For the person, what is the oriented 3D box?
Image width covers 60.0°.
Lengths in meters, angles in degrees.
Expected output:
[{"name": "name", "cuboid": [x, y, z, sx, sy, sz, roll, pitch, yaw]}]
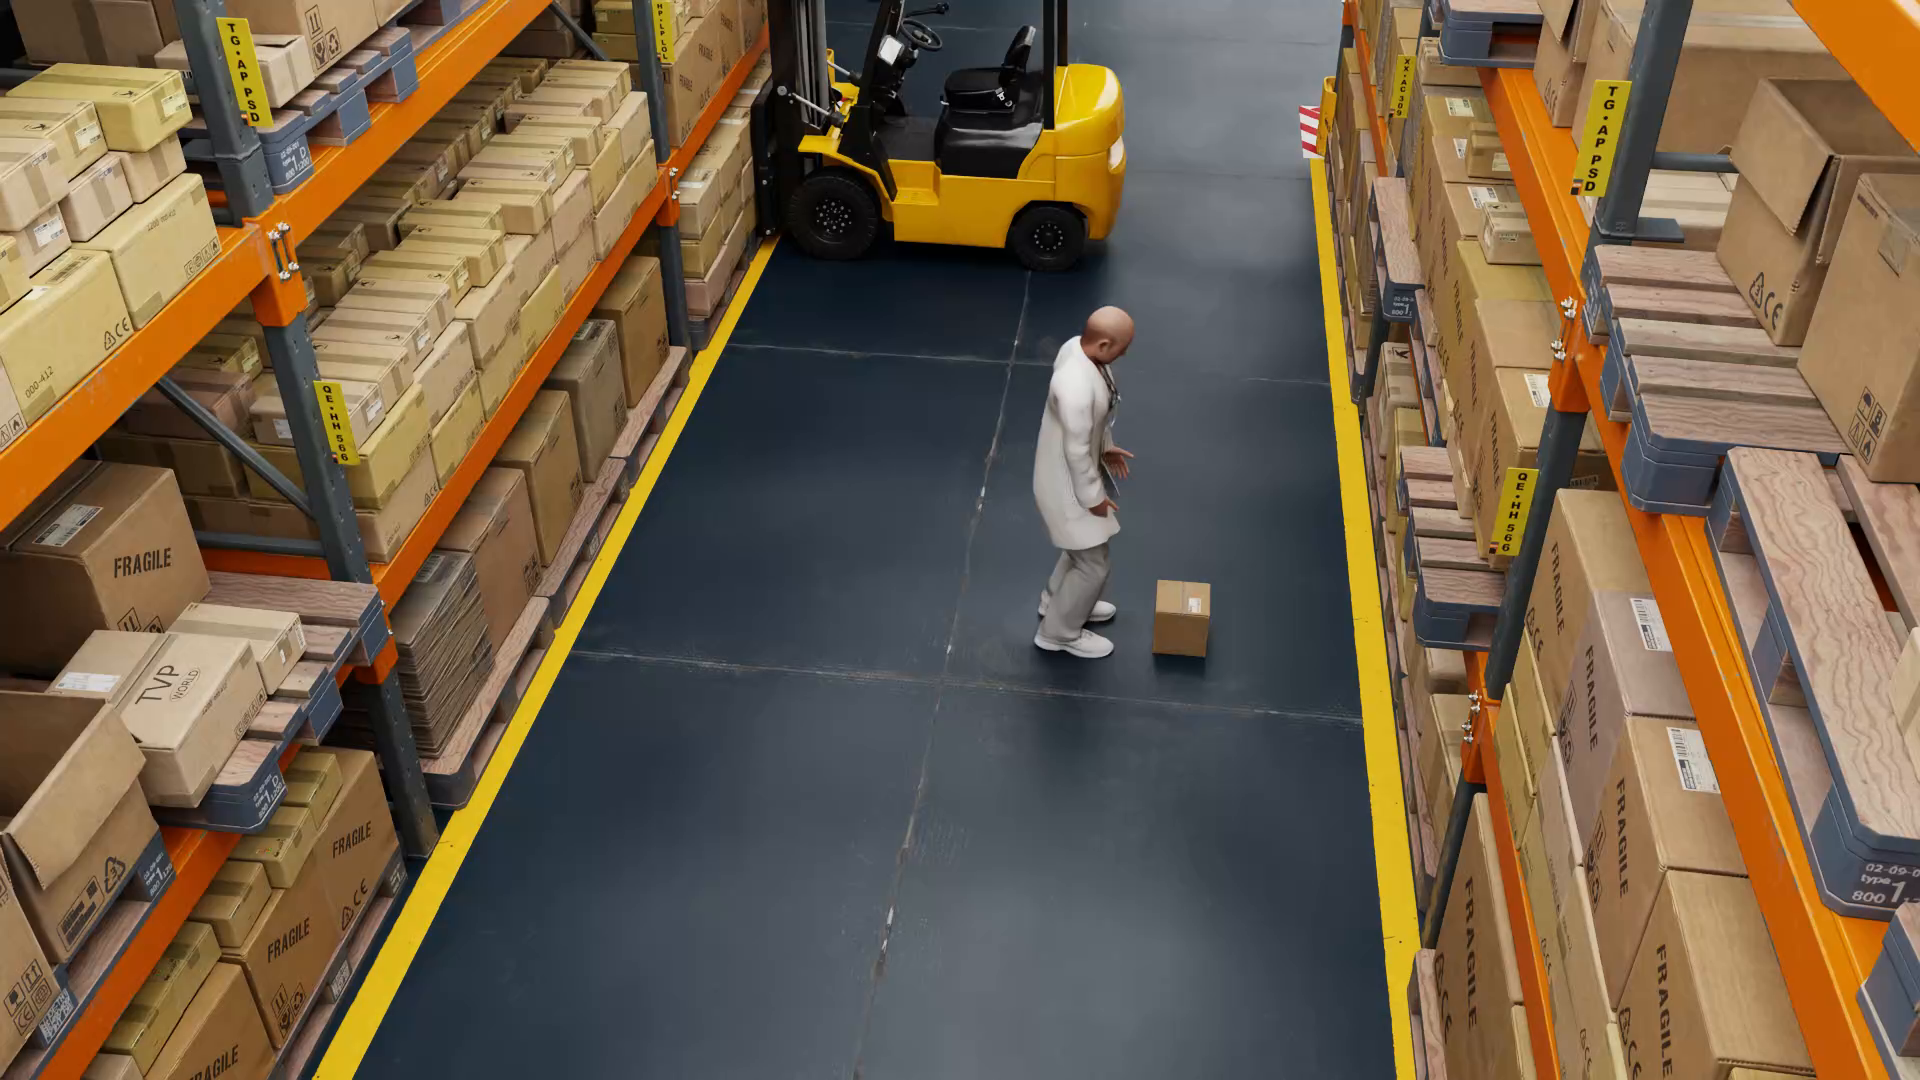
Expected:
[{"name": "person", "cuboid": [0.552, -0.275, 7.500, 0.432, 1.720, 0.591, 5, 36, 7]}]
